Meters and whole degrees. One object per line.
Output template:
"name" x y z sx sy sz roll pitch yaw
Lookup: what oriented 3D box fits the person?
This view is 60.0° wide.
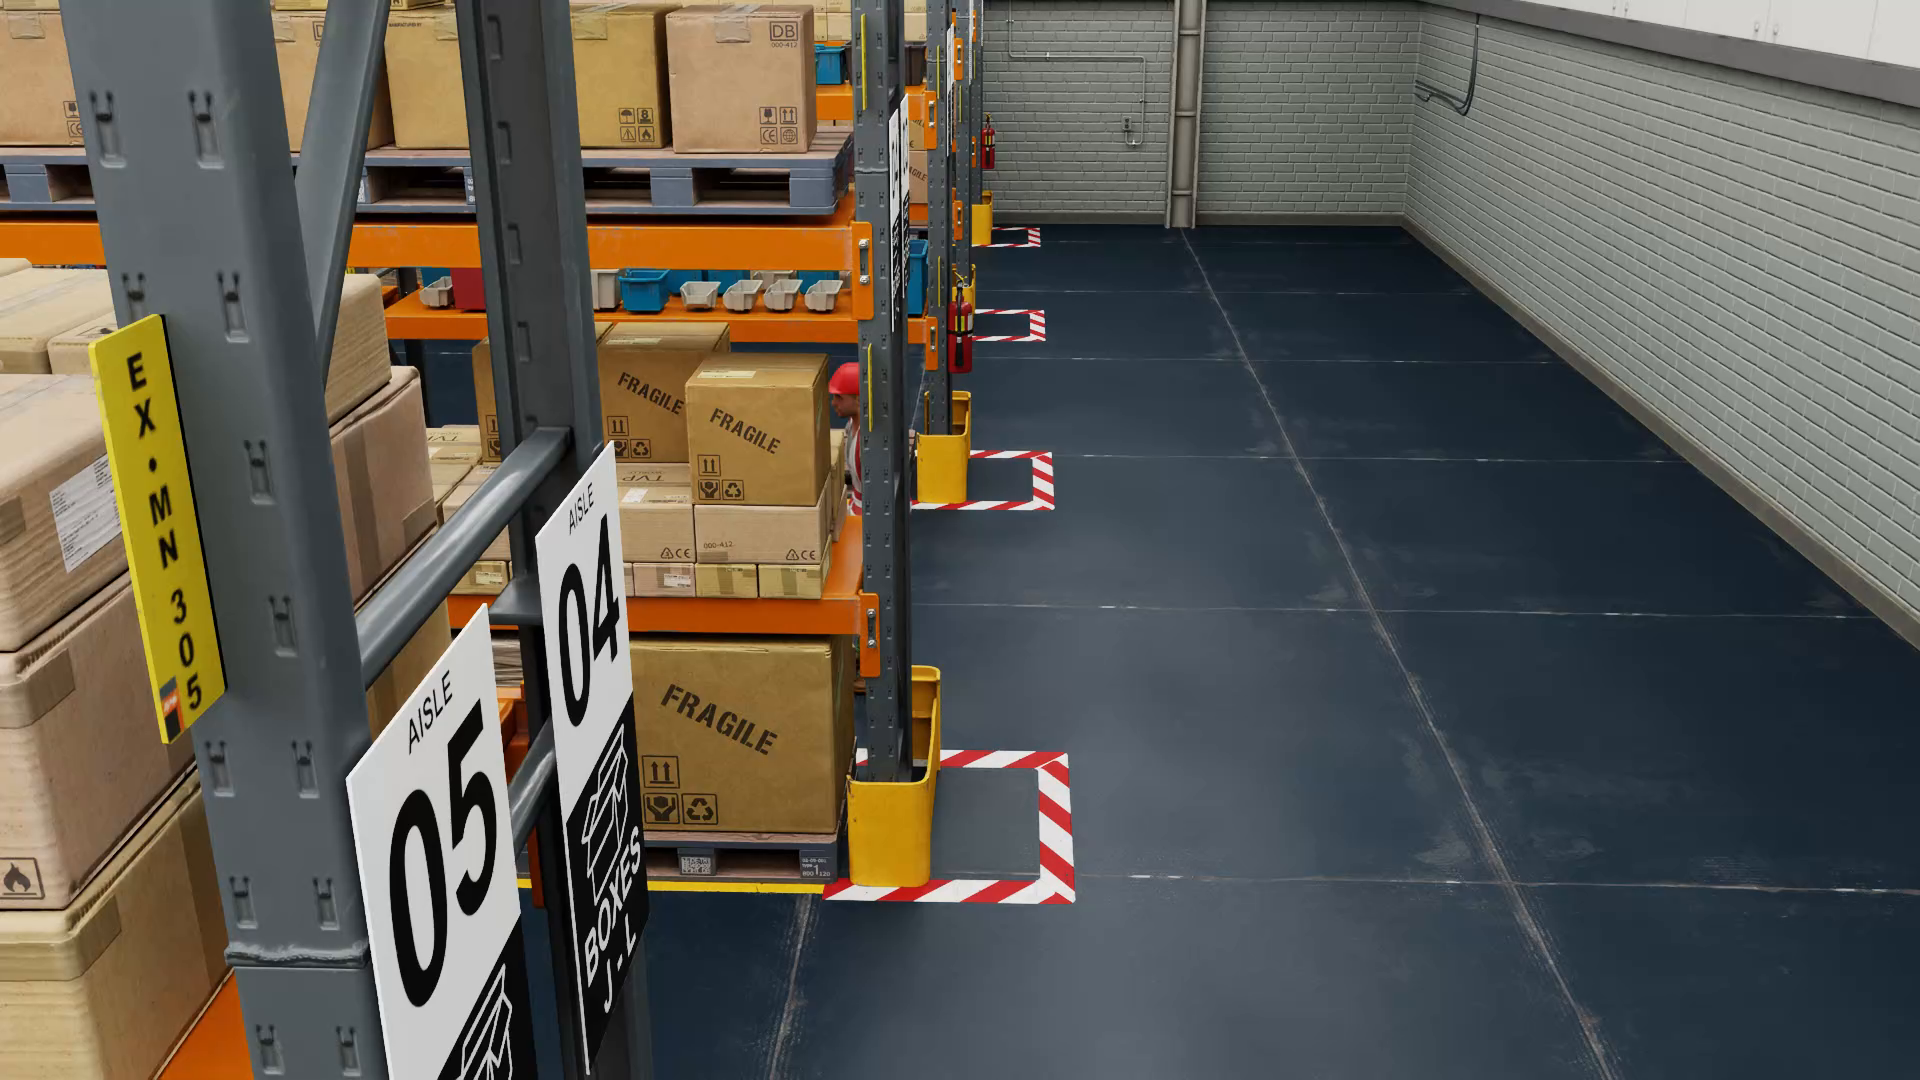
"person" -0.492 -0.077 8.764 0.453 1.778 0.604 -5 21 -12
